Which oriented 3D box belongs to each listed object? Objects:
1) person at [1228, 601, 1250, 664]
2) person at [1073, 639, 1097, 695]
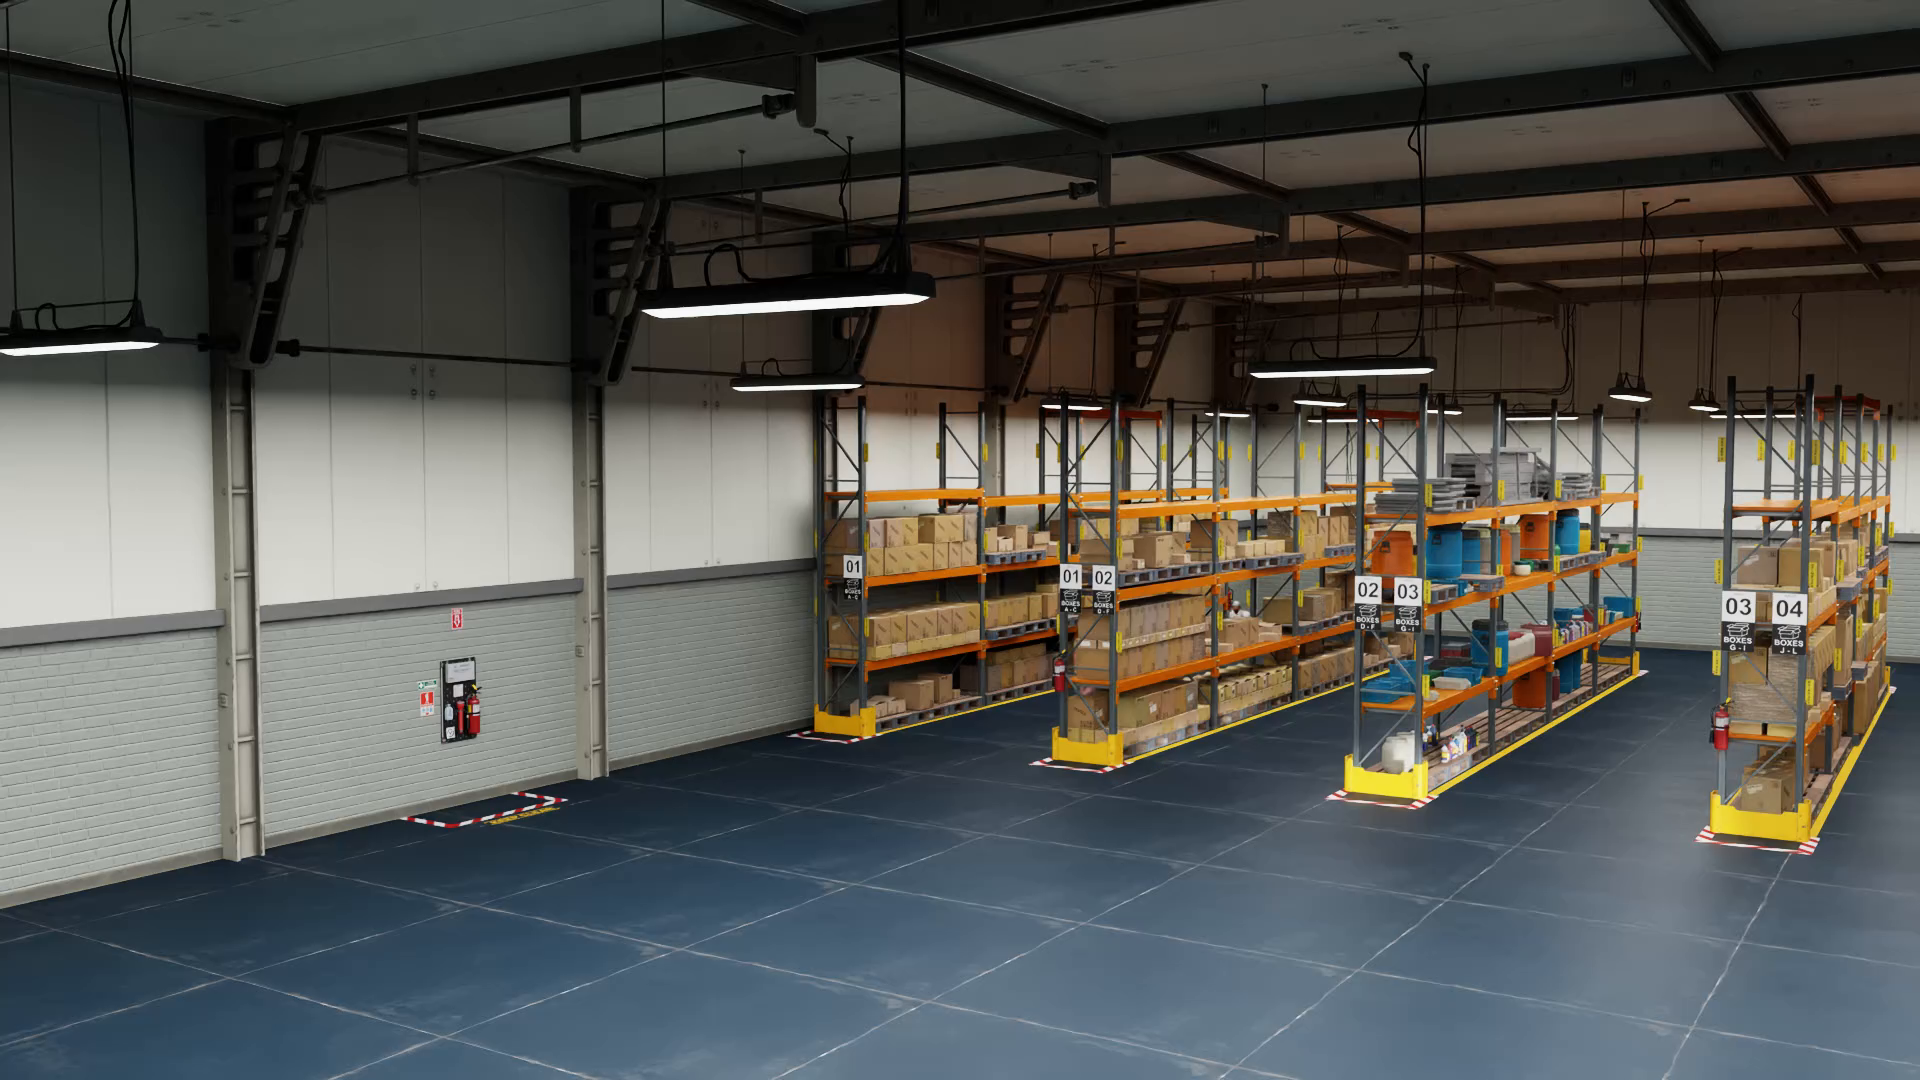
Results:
[{"bbox_3d":[6.538,2.189,38.591,0.634,1.580,0.749,3,4,43],"label":"person"},{"bbox_3d":[2.414,2.474,32.319,0.500,1.670,0.502,2,4,35],"label":"person"}]
